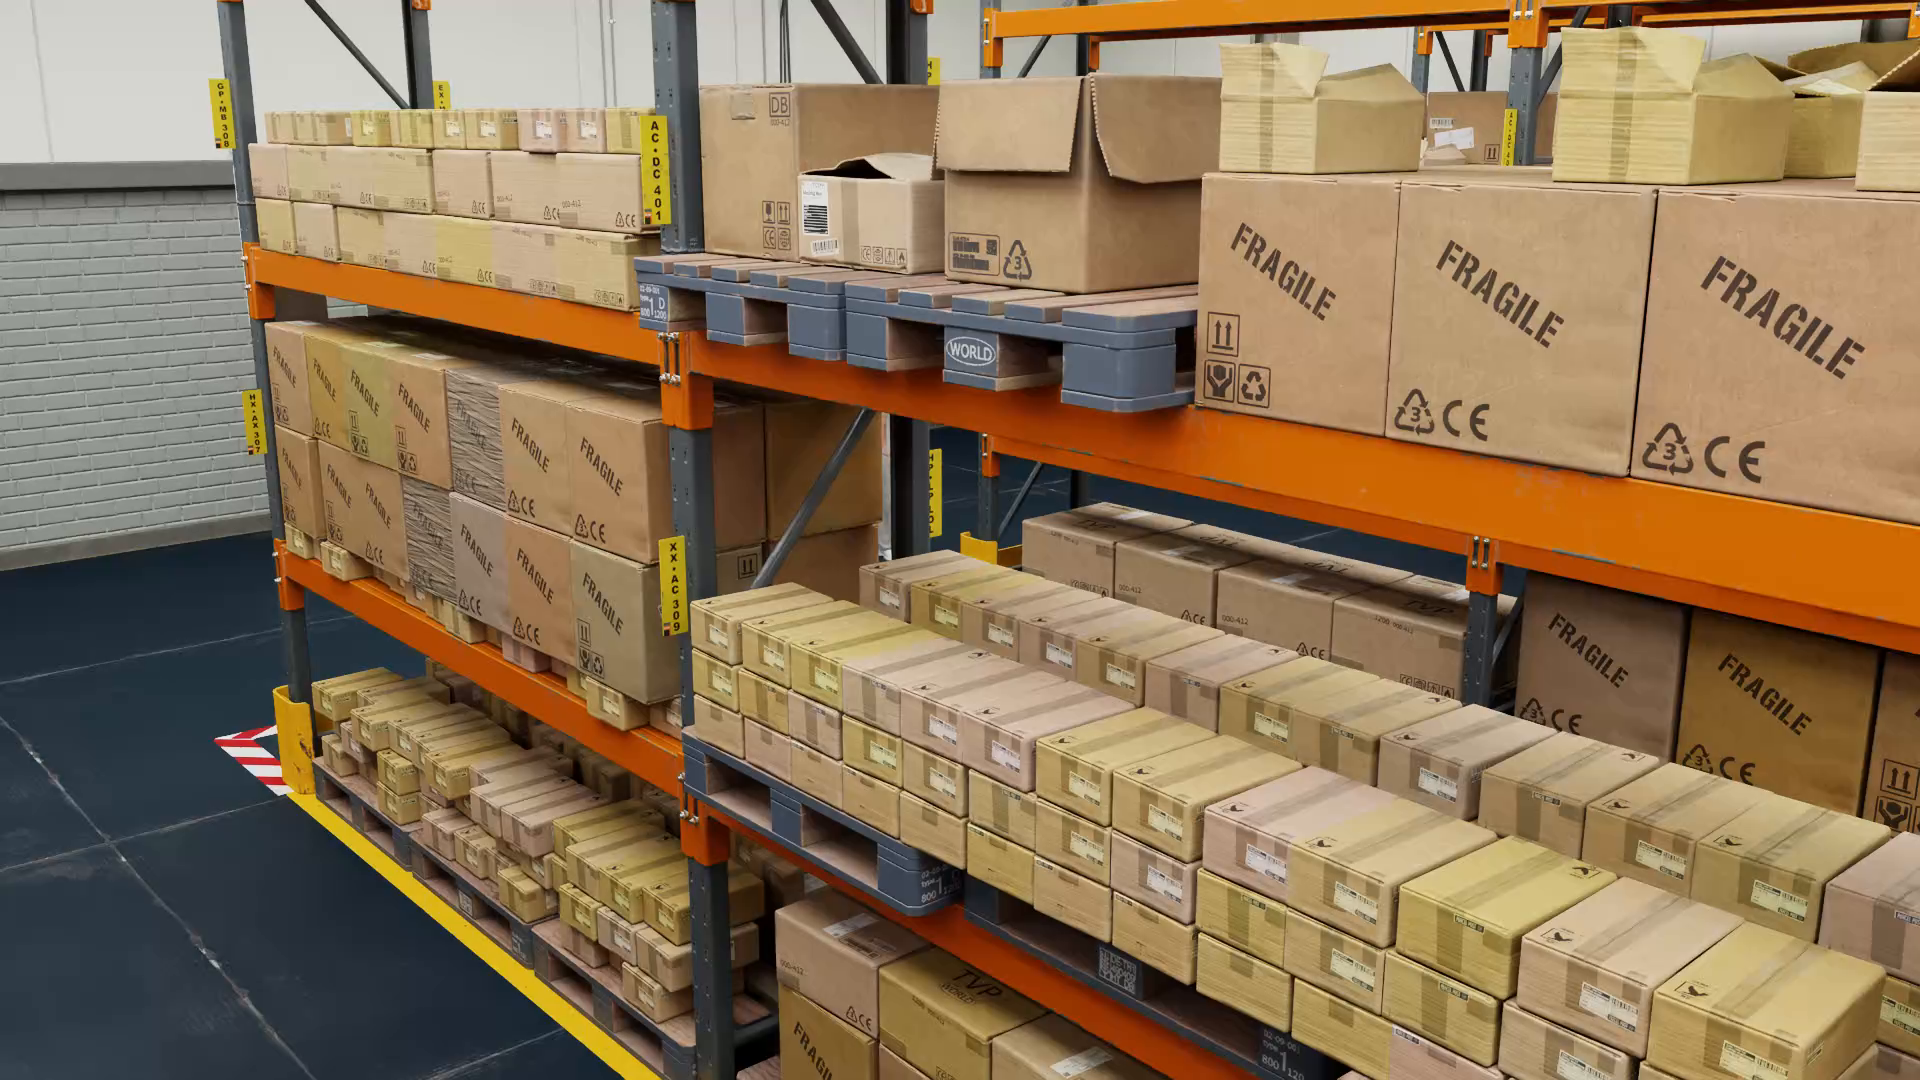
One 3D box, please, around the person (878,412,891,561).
[{"bbox_3d":[-0.468,-0.676,13.250,0.453,1.652,0.347,-11,18,-38],"label":"person"}]
